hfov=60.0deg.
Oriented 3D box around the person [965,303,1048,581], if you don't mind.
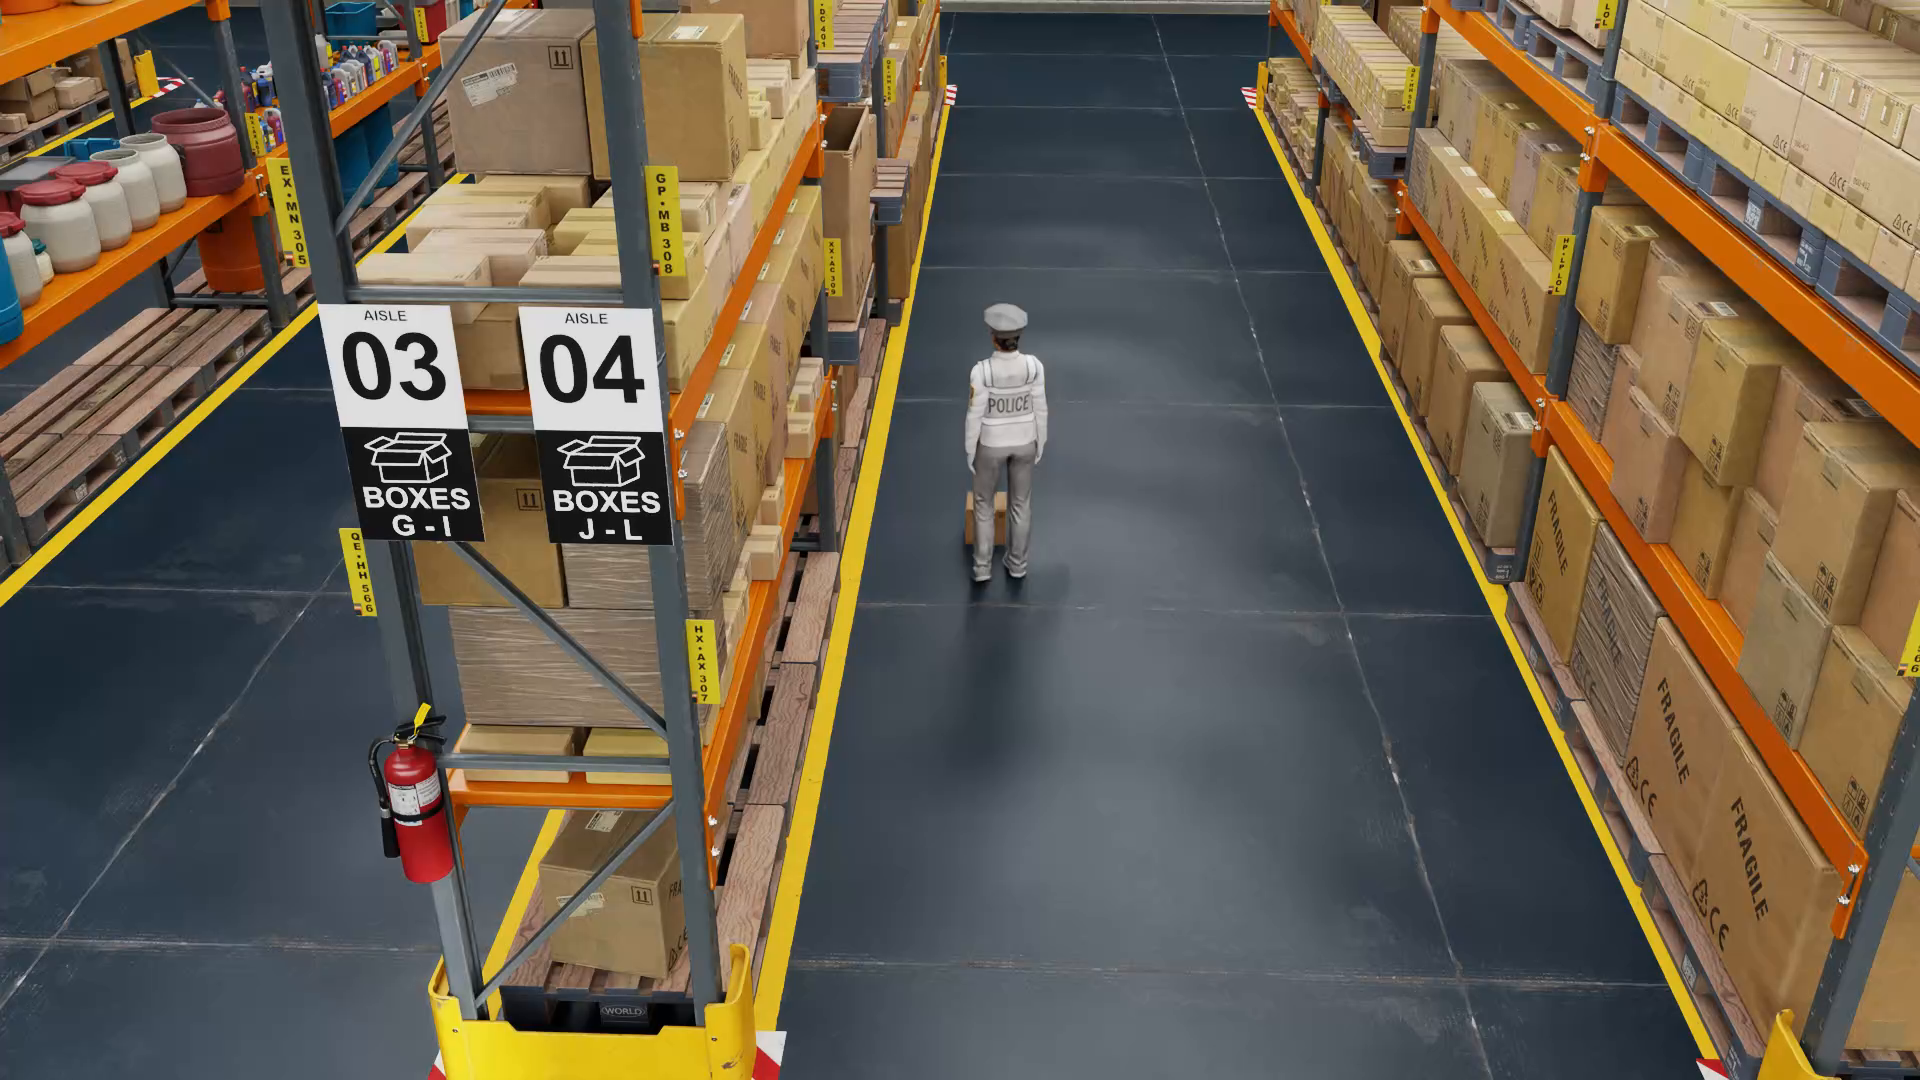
[{"bbox_3d":[0.262,-0.528,9.639,0.495,1.729,0.335,-6,29,-11],"label":"person"}]
